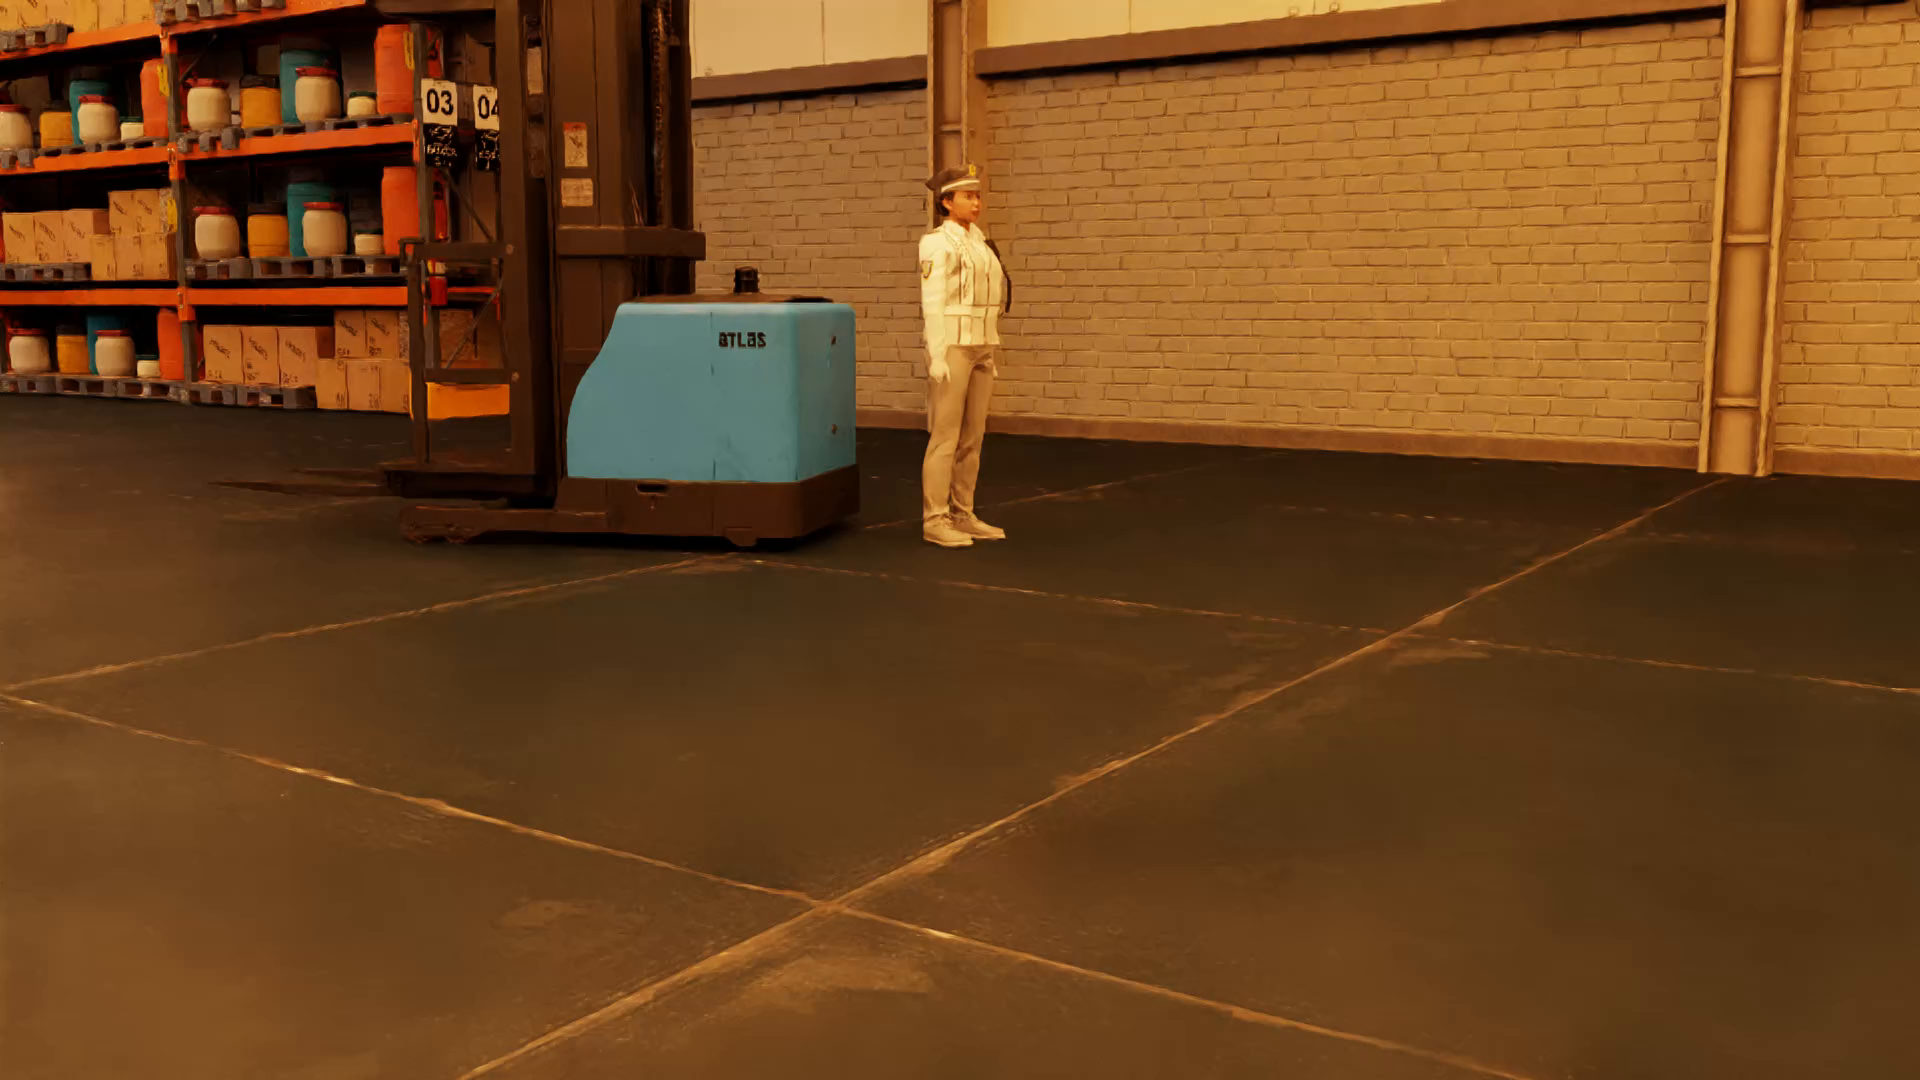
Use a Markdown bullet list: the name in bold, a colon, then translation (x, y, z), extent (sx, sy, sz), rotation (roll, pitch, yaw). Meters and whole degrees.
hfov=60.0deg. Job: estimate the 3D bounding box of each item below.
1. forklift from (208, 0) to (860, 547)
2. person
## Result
- **forklift**: translation (-2.059, -1.505, 7.776), extent (3.031, 2.935, 1.130), rotation (2, 8, 13)
- **person**: translation (0.013, -0.834, 7.478), extent (0.337, 1.692, 0.463), rotation (5, 10, 34)
